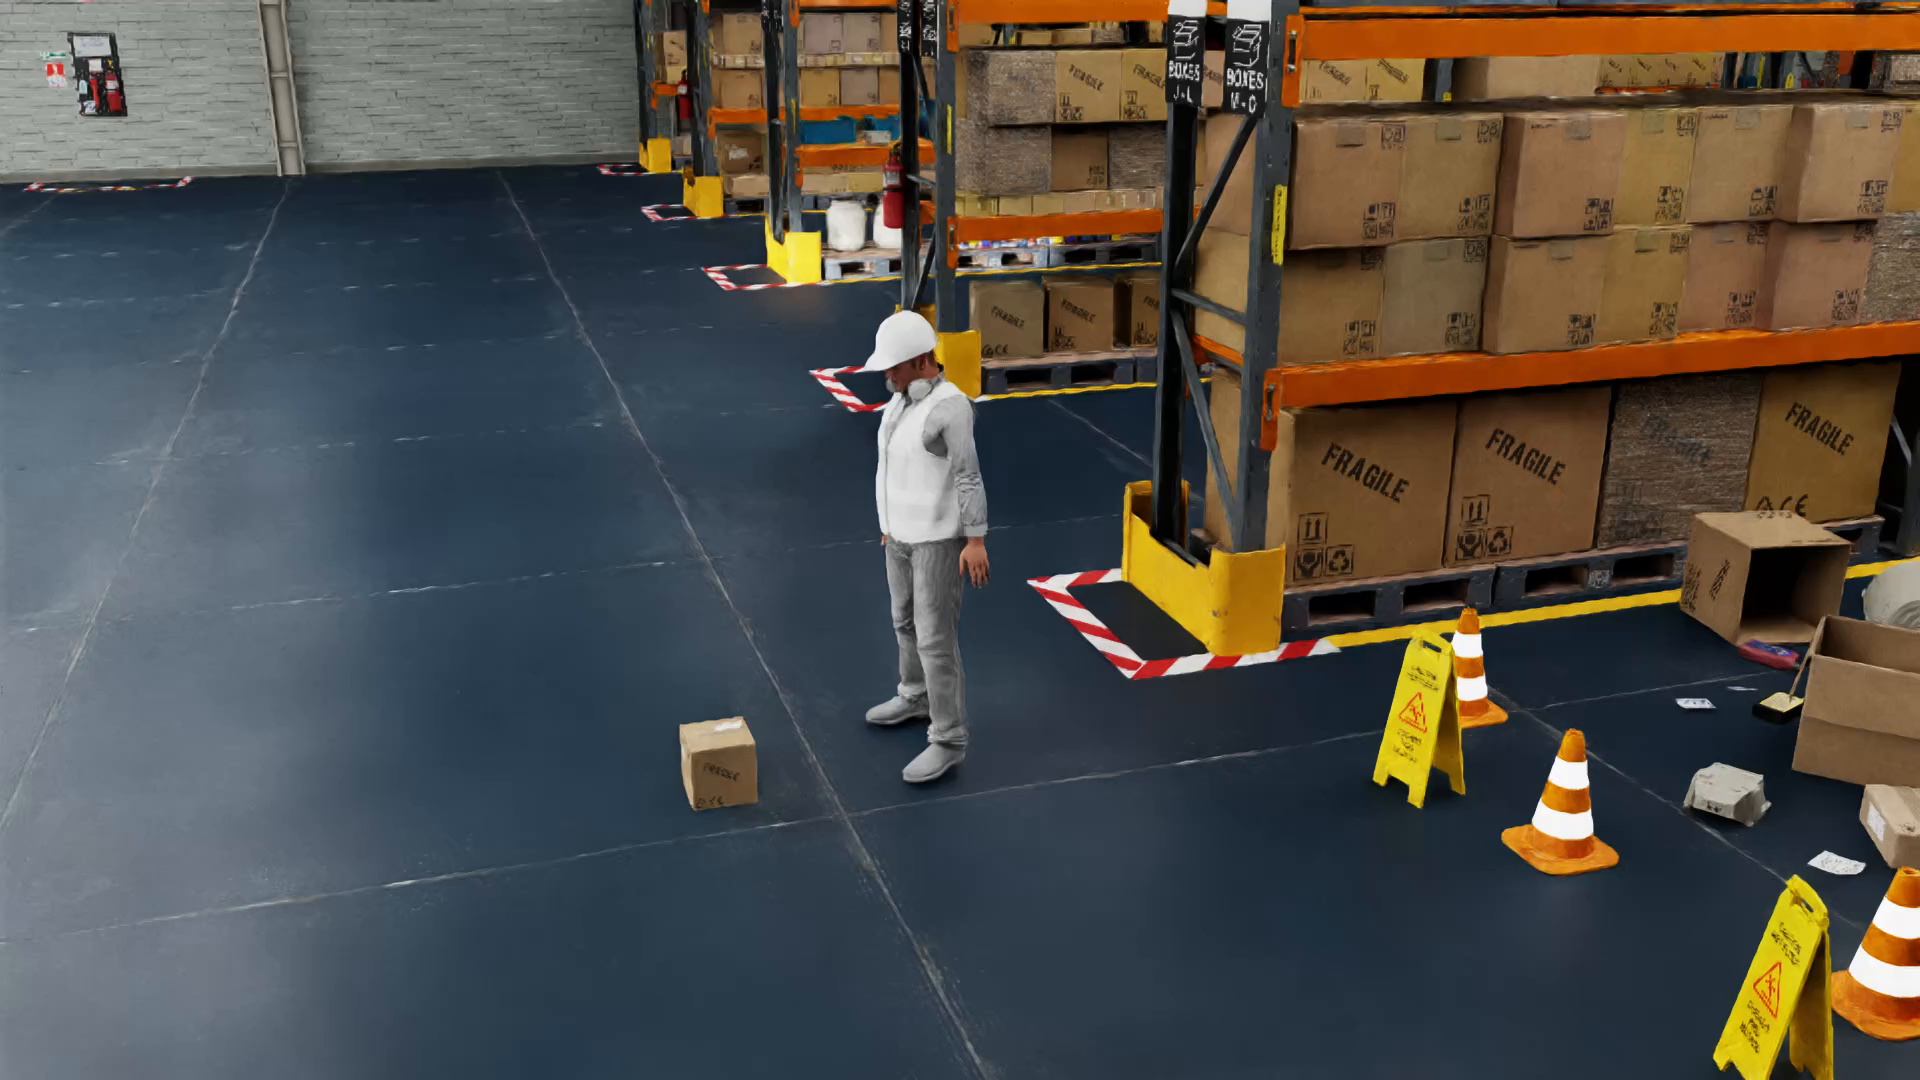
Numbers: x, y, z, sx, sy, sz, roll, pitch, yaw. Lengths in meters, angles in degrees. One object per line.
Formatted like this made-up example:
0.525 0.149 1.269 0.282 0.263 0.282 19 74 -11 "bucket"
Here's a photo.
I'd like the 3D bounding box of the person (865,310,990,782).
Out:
-0.162 -0.008 6.496 0.469 1.765 0.701 -11 22 -28 "person"
